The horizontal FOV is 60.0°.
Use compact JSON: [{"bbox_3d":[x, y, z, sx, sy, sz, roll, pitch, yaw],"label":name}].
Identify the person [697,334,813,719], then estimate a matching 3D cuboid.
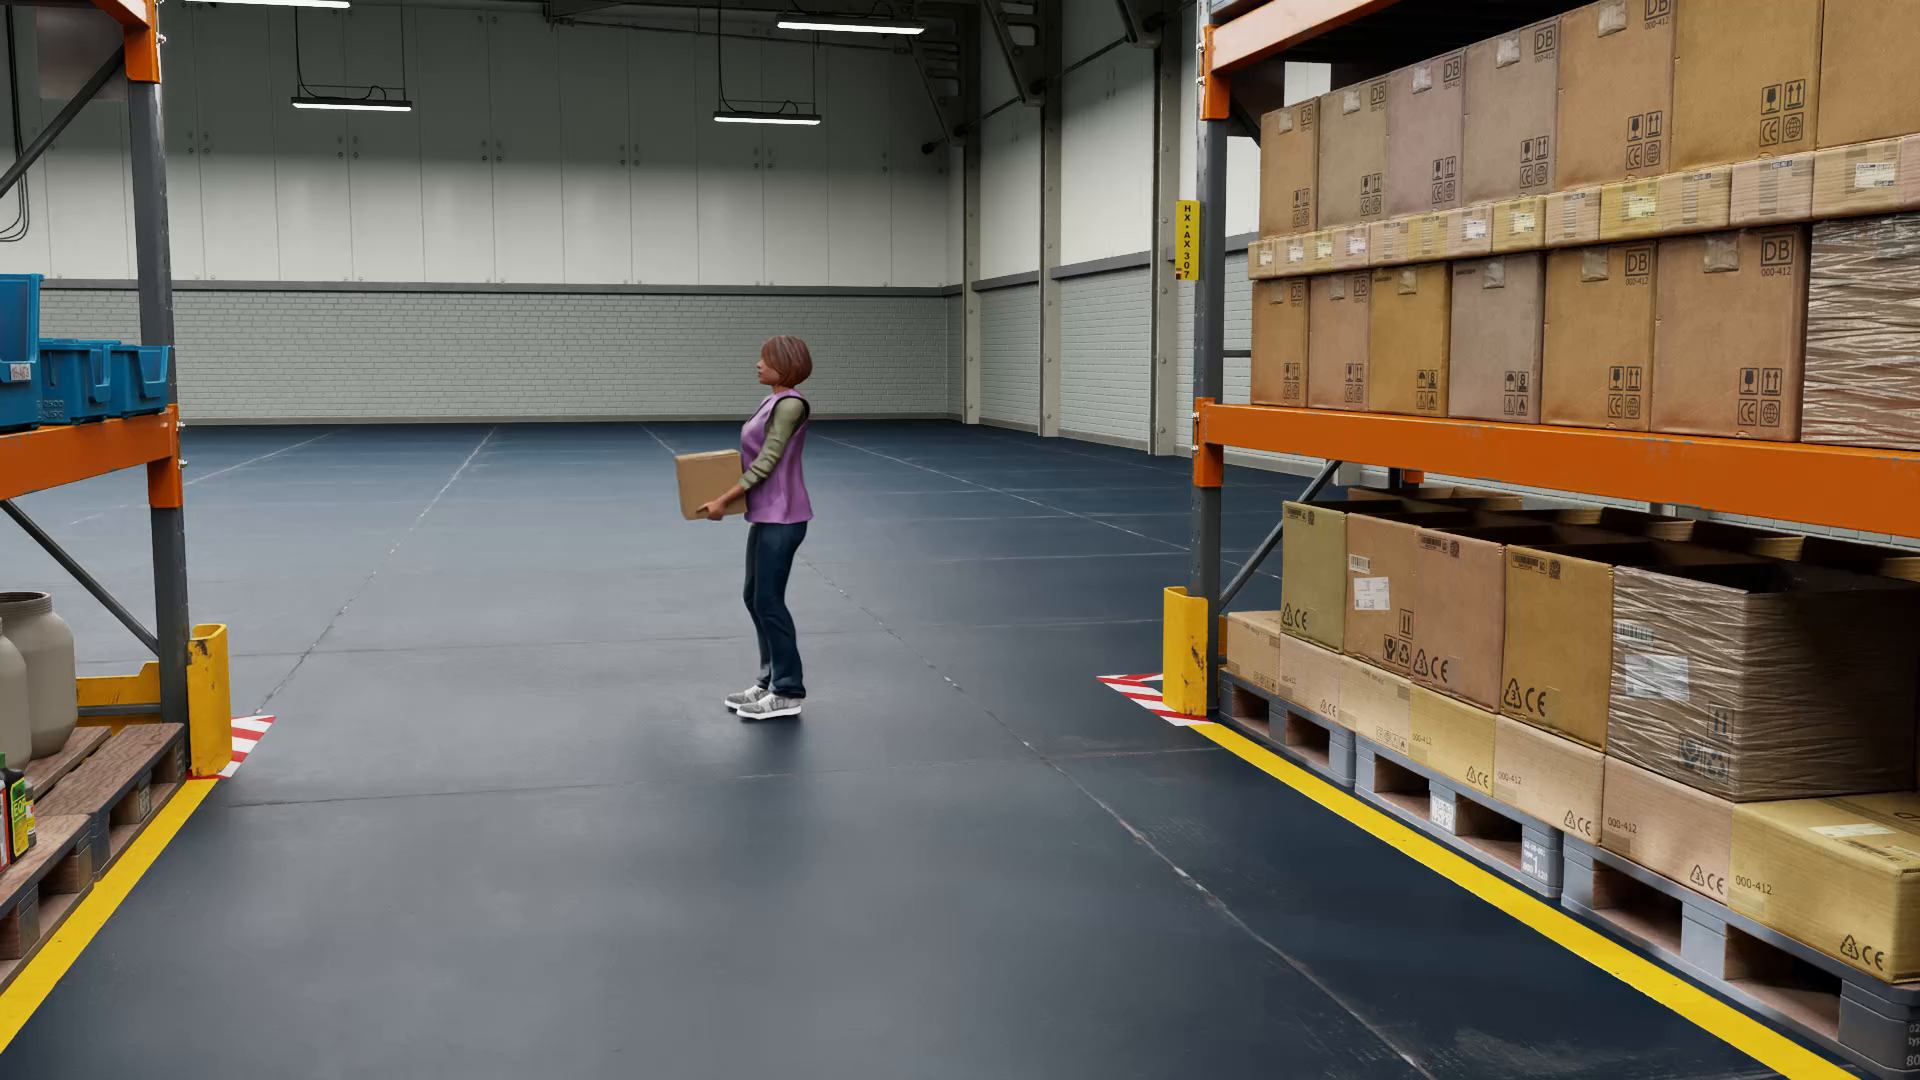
[{"bbox_3d":[-0.859,-0.060,6.931,0.495,1.589,0.408,-2,7,-14],"label":"person"}]
